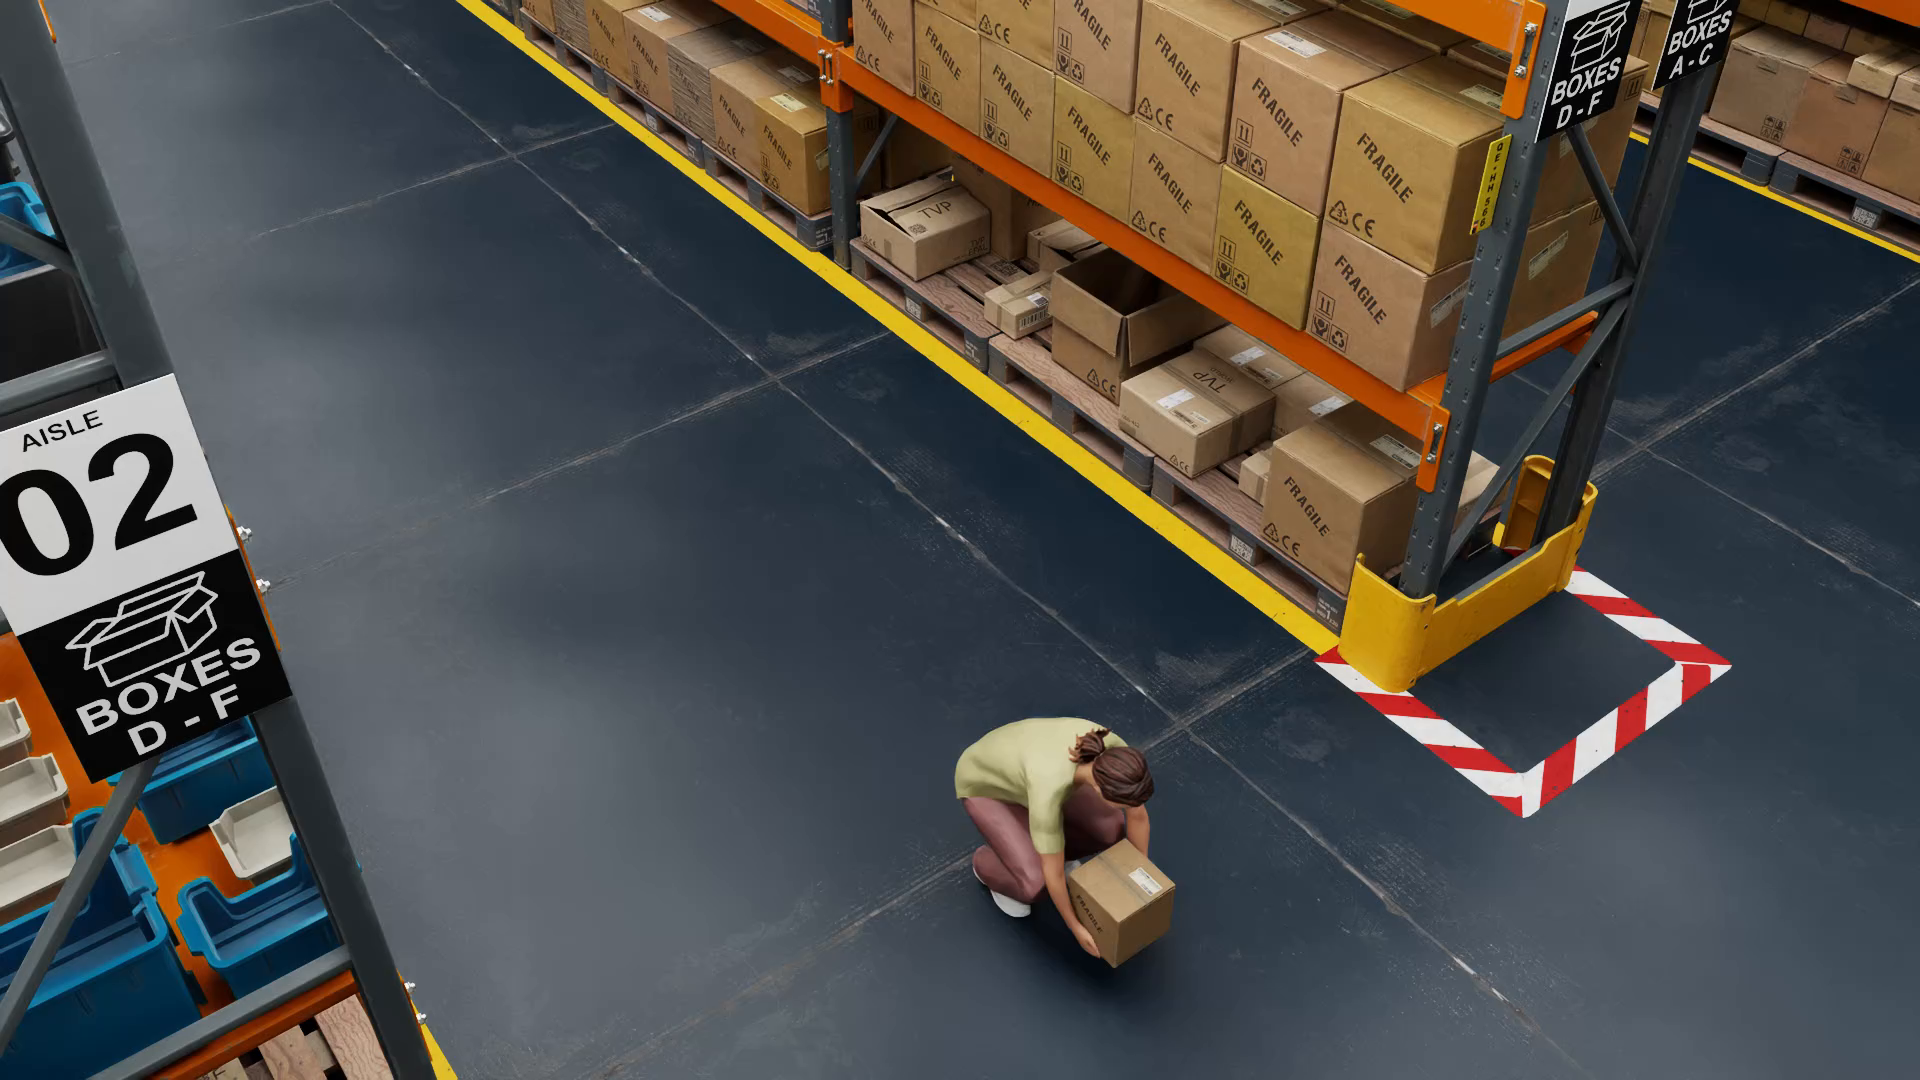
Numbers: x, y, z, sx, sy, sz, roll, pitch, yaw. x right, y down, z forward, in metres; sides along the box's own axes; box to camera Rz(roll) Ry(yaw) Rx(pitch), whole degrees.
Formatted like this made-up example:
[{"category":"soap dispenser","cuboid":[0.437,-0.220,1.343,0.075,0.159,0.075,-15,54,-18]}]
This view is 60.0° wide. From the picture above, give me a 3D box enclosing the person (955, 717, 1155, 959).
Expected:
[{"category":"person","cuboid":[0.337,0.918,5.655,0.491,0.936,0.800,-26,47,-28]}]
